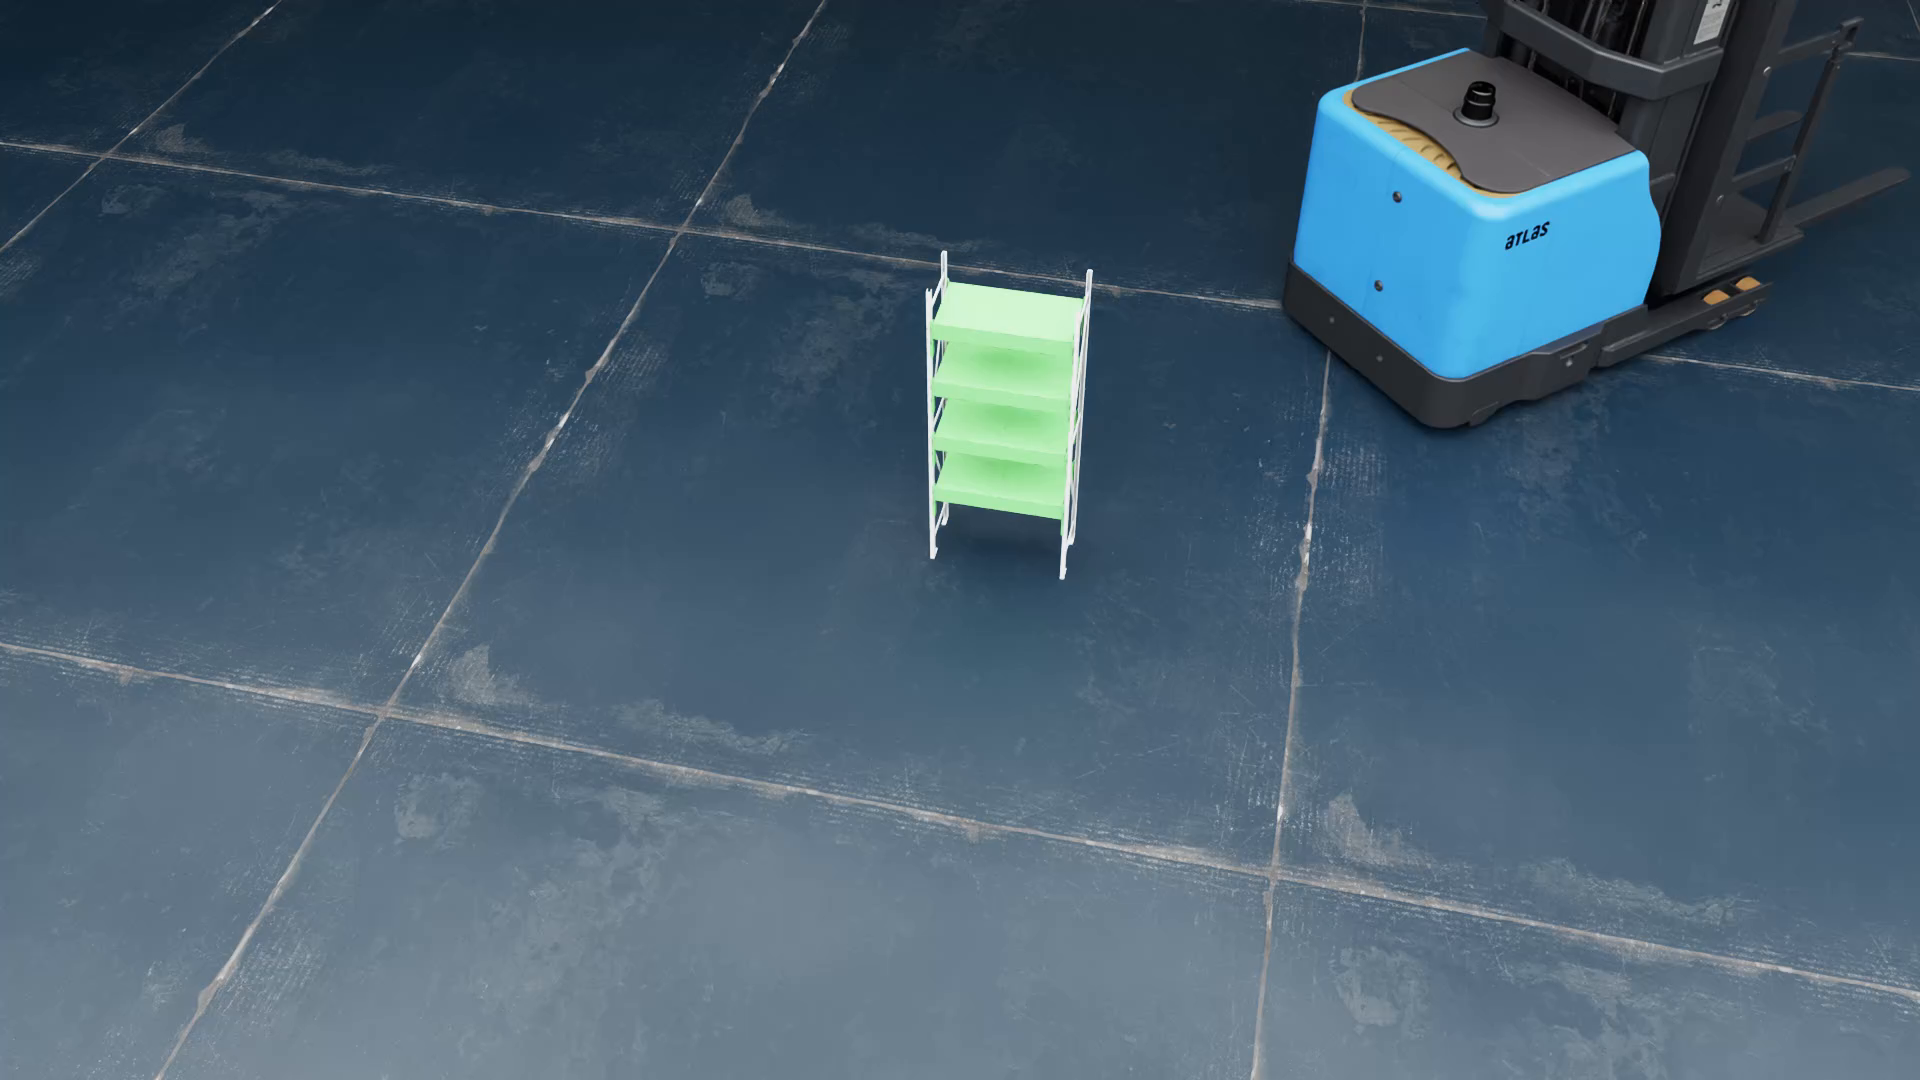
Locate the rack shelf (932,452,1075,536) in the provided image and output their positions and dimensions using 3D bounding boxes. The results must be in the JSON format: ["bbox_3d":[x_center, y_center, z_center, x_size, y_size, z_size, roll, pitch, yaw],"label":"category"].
[{"bbox_3d":[0.162,-0.188,6.019,0.480,0.148,0.258,9,45,9],"label":"rack shelf"}]

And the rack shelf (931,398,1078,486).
[{"bbox_3d":[0.162,-0.361,5.852,0.480,0.148,0.258,9,45,9],"label":"rack shelf"}]

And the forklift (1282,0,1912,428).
[{"bbox_3d":[2.928,-2.262,6.487,3.031,2.935,1.130,-22,48,-21],"label":"forklift"}]

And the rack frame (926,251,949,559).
[{"bbox_3d":[-0.077,-0.444,5.846,0.015,1.200,0.240,9,45,9],"label":"rack frame"}]

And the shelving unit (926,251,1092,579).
[{"bbox_3d":[0.162,-0.407,5.808,0.503,1.200,0.258,9,45,9],"label":"shelving unit"}]

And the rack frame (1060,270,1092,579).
[{"bbox_3d":[0.400,-0.370,5.769,0.015,1.200,0.240,9,45,9],"label":"rack frame"}]

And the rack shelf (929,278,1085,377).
[{"bbox_3d":[0.162,-0.707,5.519,0.480,0.148,0.258,9,45,9],"label":"rack shelf"}]

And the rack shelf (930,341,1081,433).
[{"bbox_3d":[0.162,-0.534,5.686,0.480,0.148,0.258,9,45,9],"label":"rack shelf"}]
